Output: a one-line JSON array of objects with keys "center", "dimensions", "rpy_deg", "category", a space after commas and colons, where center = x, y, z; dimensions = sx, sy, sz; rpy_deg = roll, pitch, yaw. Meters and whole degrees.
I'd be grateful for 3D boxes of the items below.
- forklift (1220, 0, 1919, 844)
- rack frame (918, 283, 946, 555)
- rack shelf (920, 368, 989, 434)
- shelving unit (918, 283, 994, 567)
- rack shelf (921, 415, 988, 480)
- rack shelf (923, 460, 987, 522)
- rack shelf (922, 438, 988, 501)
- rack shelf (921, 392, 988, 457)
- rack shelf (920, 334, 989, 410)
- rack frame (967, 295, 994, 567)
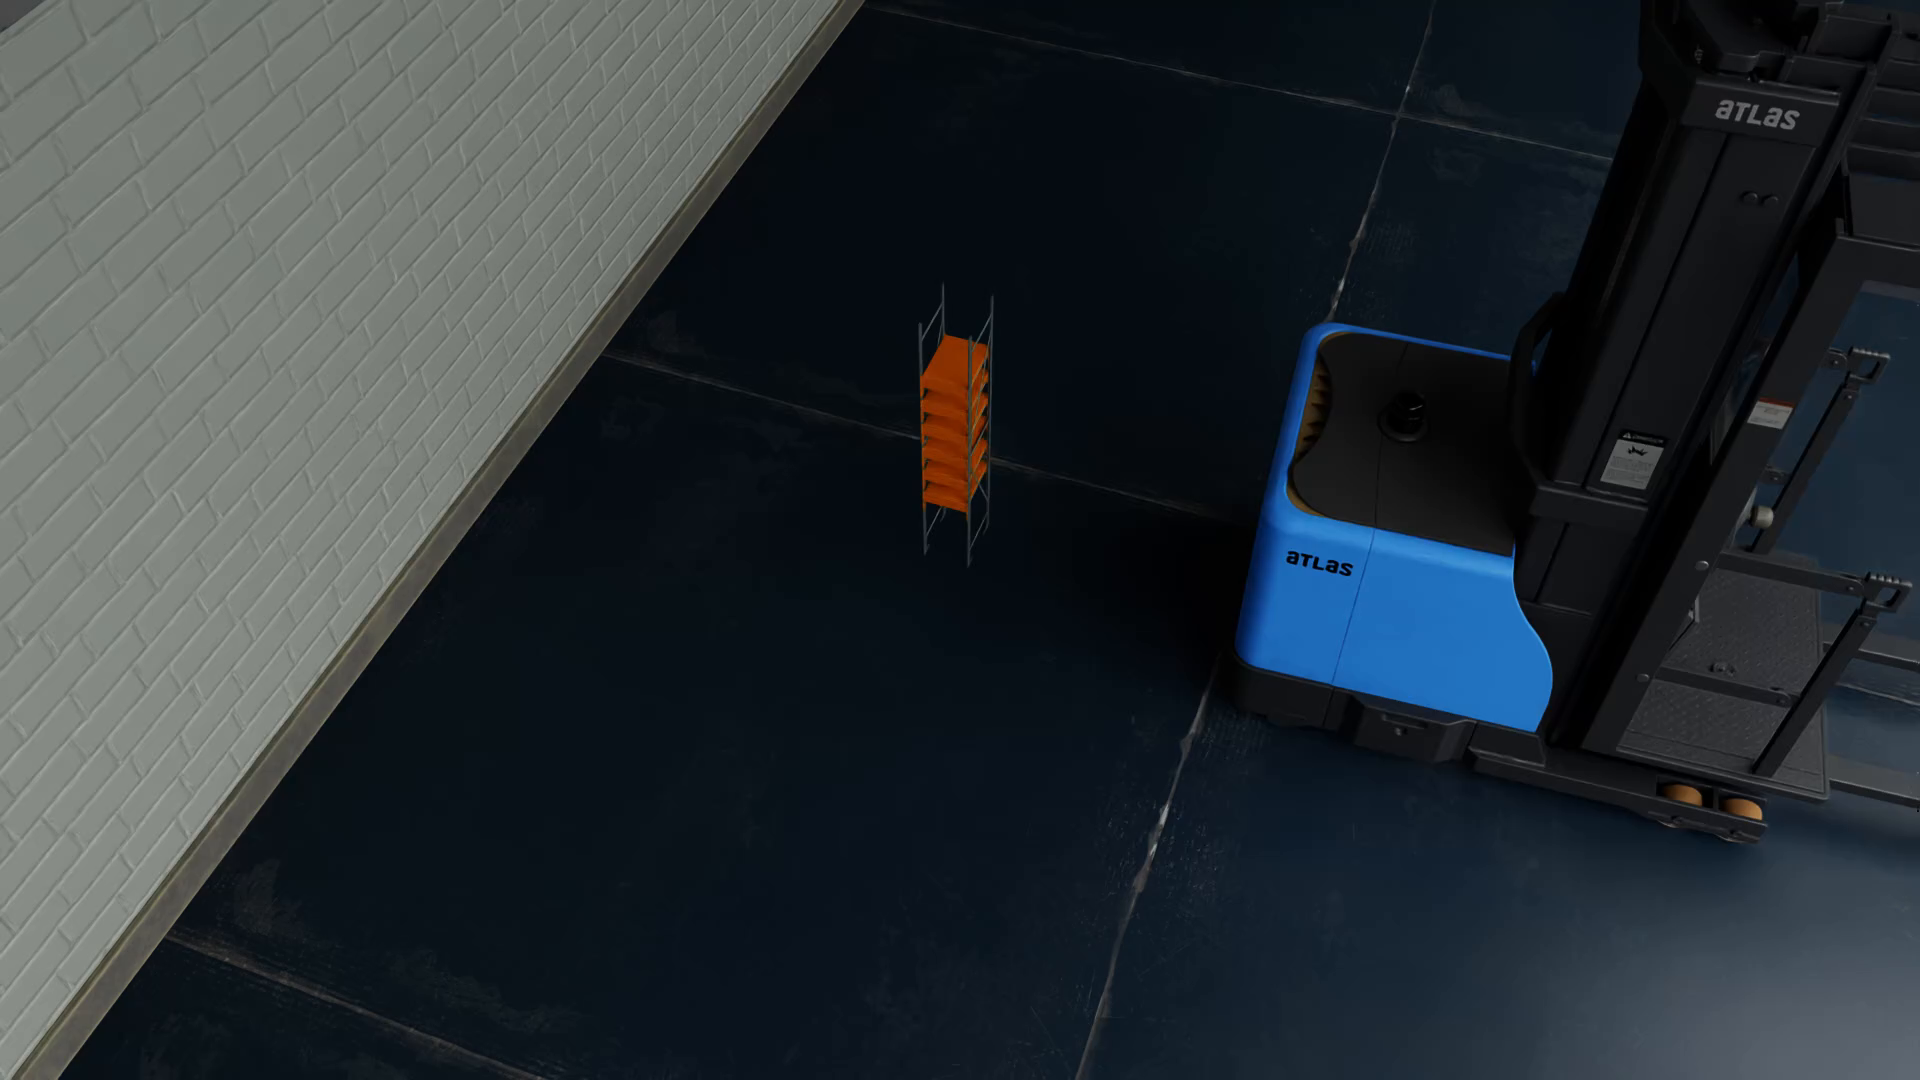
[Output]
[{"center": [2.523, -0.375, 5.002], "dimensions": [3.031, 2.935, 1.130], "rpy_deg": [13, 50, 11], "category": "forklift"}, {"center": [-0.099, -0.421, 6.187], "dimensions": [0.006, 1.200, 0.240], "rpy_deg": [16, 51, 13], "category": "rack frame"}, {"center": [-0.014, -0.525, 6.019], "dimensions": [0.180, 0.103, 0.258], "rpy_deg": [16, 51, 13], "category": "rack shelf"}, {"center": [-0.014, -0.397, 6.166], "dimensions": [0.189, 1.200, 0.258], "rpy_deg": [16, 51, 13], "category": "shelving unit"}, {"center": [-0.014, -0.368, 6.200], "dimensions": [0.180, 0.103, 0.258], "rpy_deg": [16, 51, 13], "category": "rack shelf"}, {"center": [-0.014, -0.210, 6.381], "dimensions": [0.180, 0.103, 0.258], "rpy_deg": [16, 51, 13], "category": "rack shelf"}, {"center": [-0.014, -0.289, 6.291], "dimensions": [0.180, 0.103, 0.258], "rpy_deg": [16, 51, 13], "category": "rack shelf"}, {"center": [-0.014, -0.446, 6.109], "dimensions": [0.180, 0.103, 0.258], "rpy_deg": [16, 51, 13], "category": "rack shelf"}, {"center": [-0.014, -0.603, 5.928], "dimensions": [0.180, 0.103, 0.258], "rpy_deg": [16, 51, 13], "category": "rack shelf"}, {"center": [0.072, -0.373, 6.146], "dimensions": [0.006, 1.200, 0.240], "rpy_deg": [16, 51, 13], "category": "rack frame"}]
